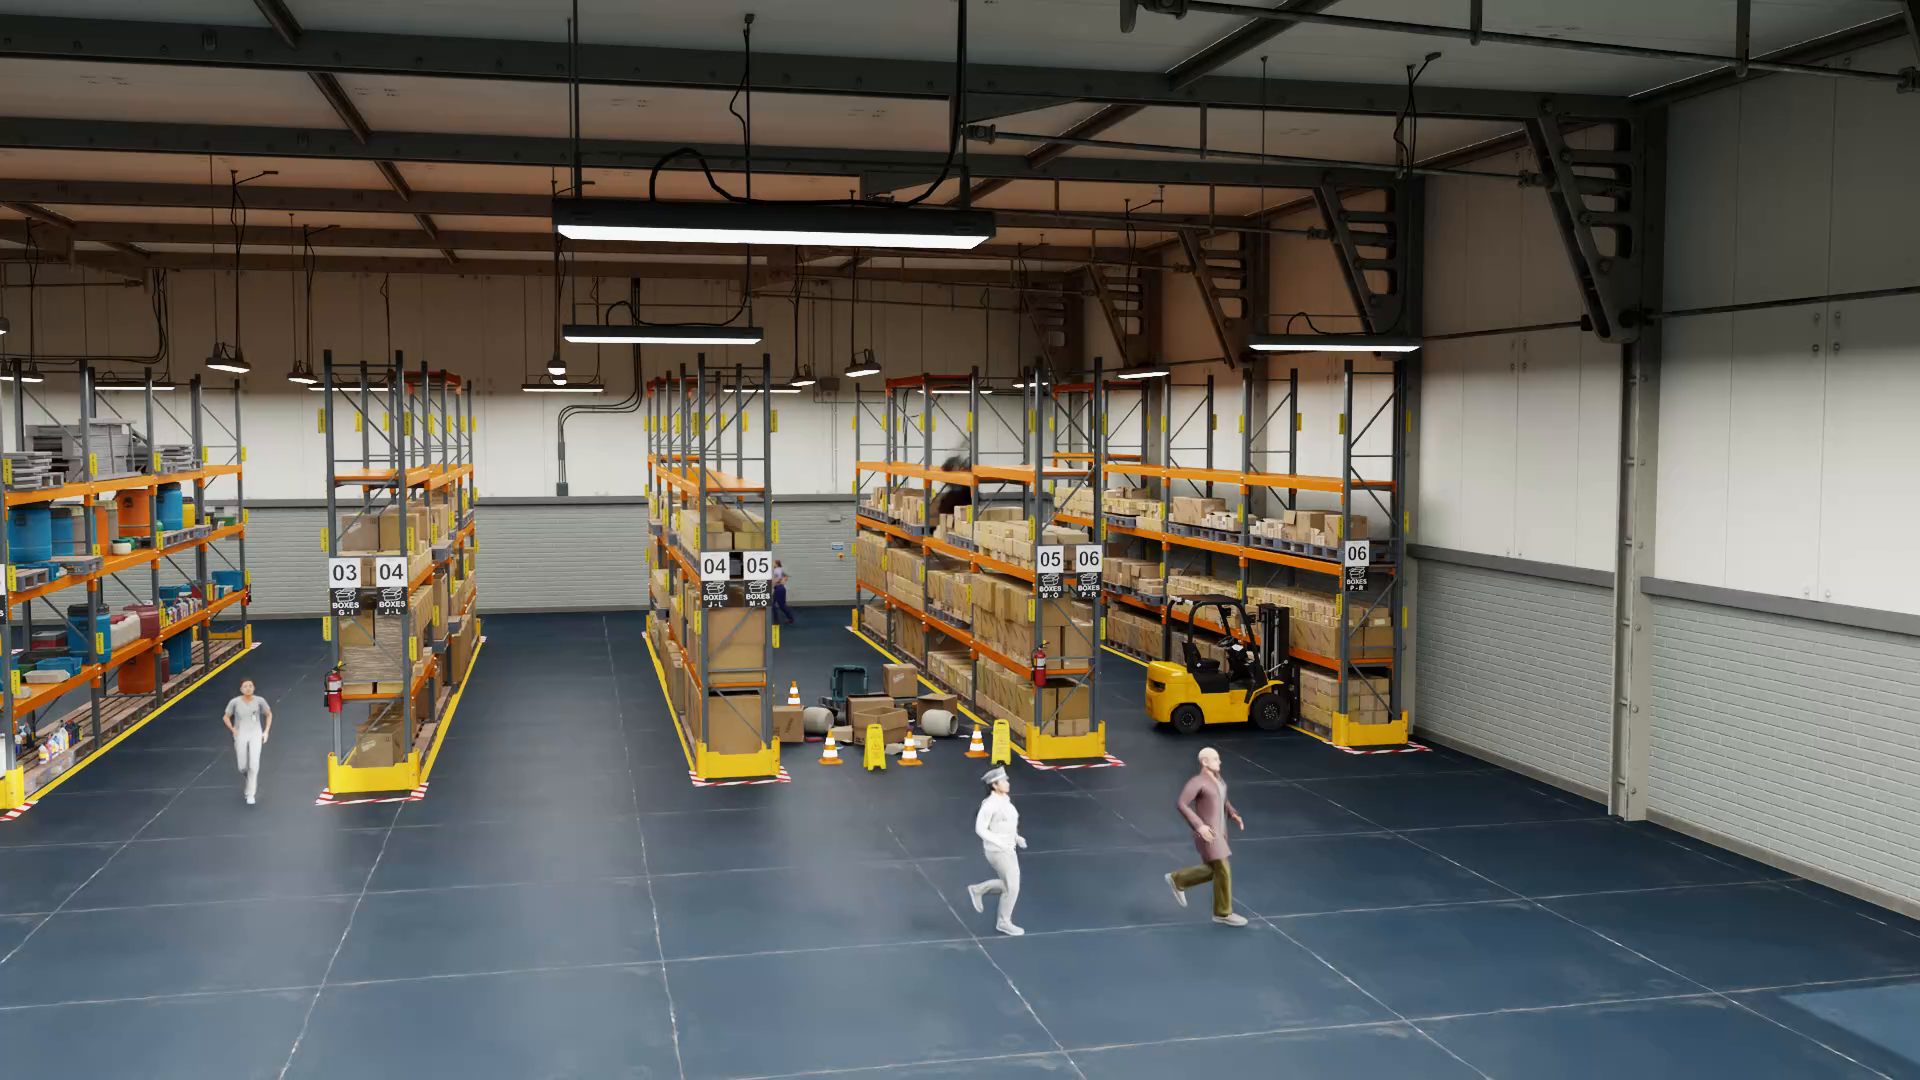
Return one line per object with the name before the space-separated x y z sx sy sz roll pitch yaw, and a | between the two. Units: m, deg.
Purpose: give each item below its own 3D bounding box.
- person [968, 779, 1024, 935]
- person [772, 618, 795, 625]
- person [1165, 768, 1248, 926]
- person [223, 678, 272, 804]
person | 0.348 3.076 16.390 0.587 1.607 0.617 2 4 22
person | -4.425 2.001 41.358 0.599 0.339 0.284 -1 4 -10
person | 2.467 3.058 16.736 0.935 1.546 0.743 2 5 32
person | -9.503 2.653 22.207 0.601 1.650 0.660 -1 4 -20
